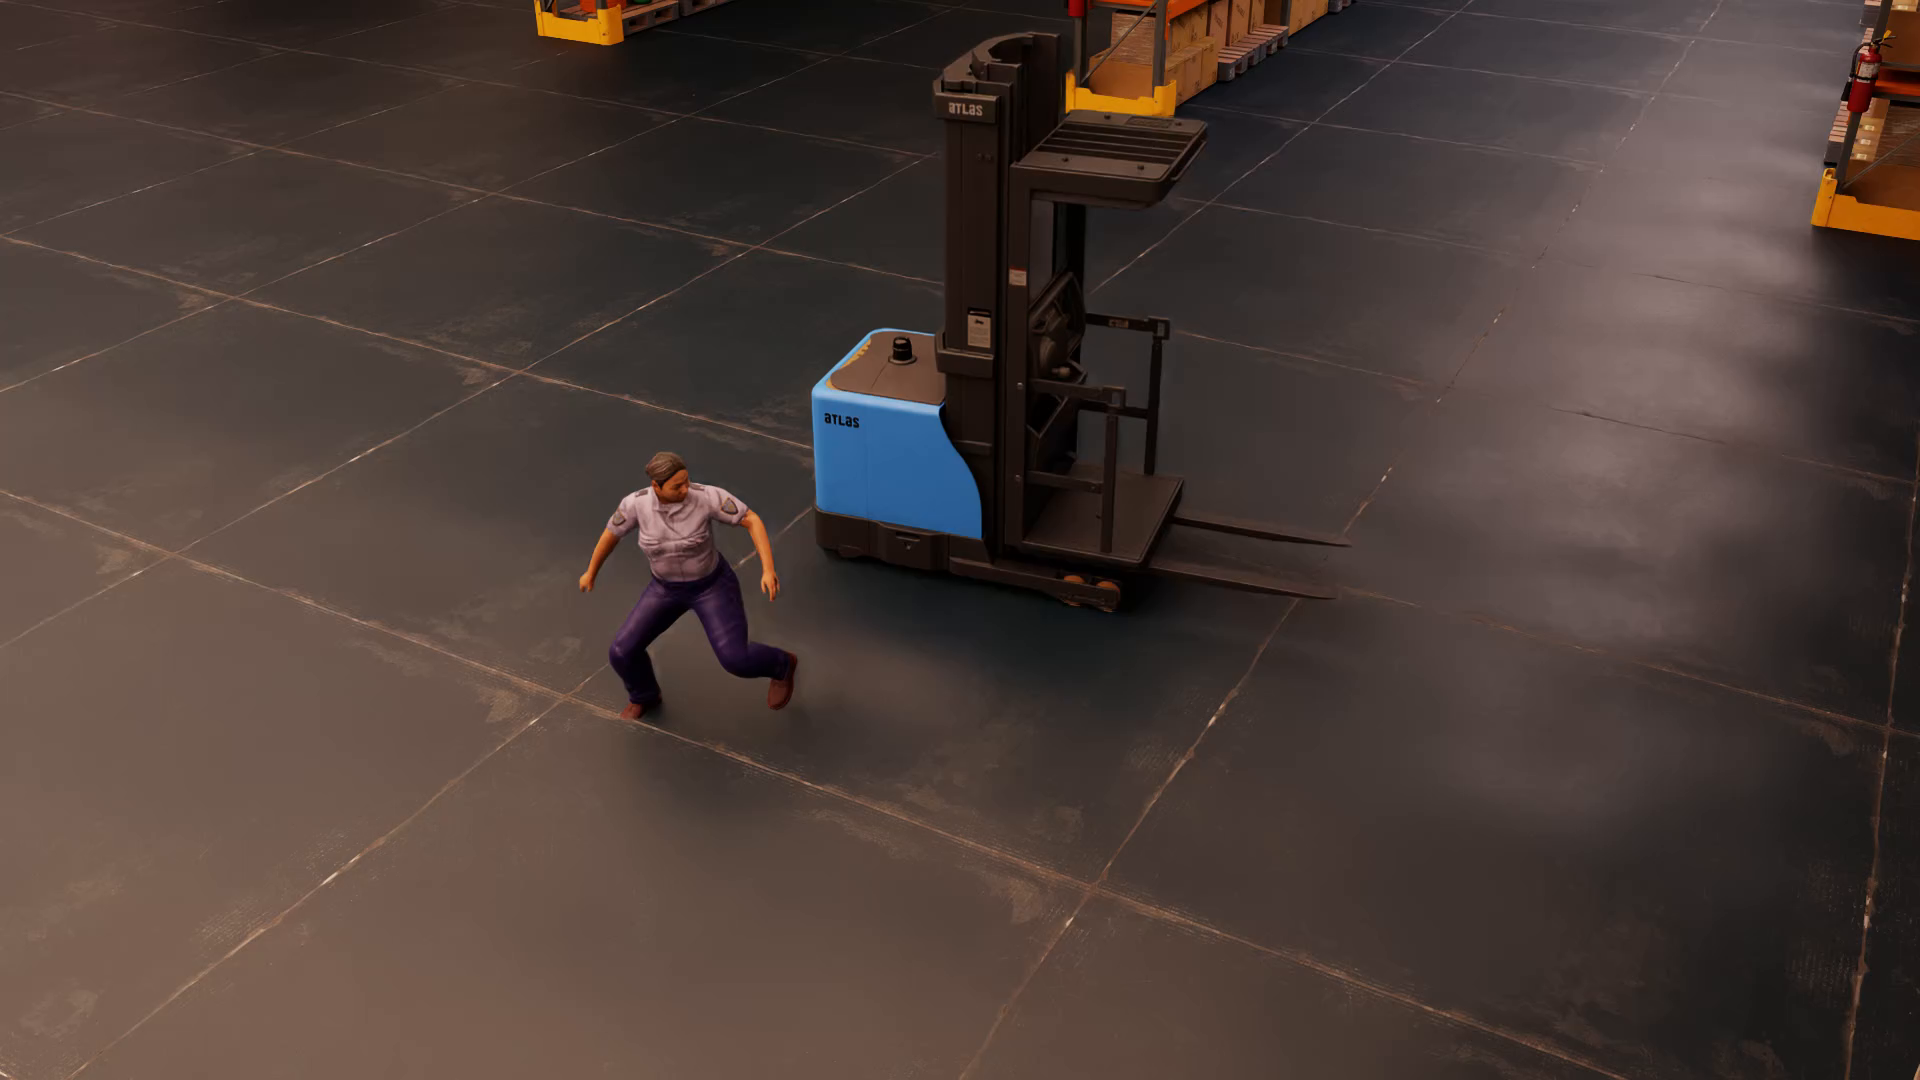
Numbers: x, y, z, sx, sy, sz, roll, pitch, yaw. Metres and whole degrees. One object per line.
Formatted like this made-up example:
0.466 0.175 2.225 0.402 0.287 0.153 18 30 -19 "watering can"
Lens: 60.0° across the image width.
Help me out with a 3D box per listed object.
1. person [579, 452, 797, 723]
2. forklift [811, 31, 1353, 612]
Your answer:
-1.379 0.244 8.138 1.049 1.543 0.485 5 30 9 "person"
0.719 -1.169 9.096 3.031 2.935 1.130 10 31 17 "forklift"
